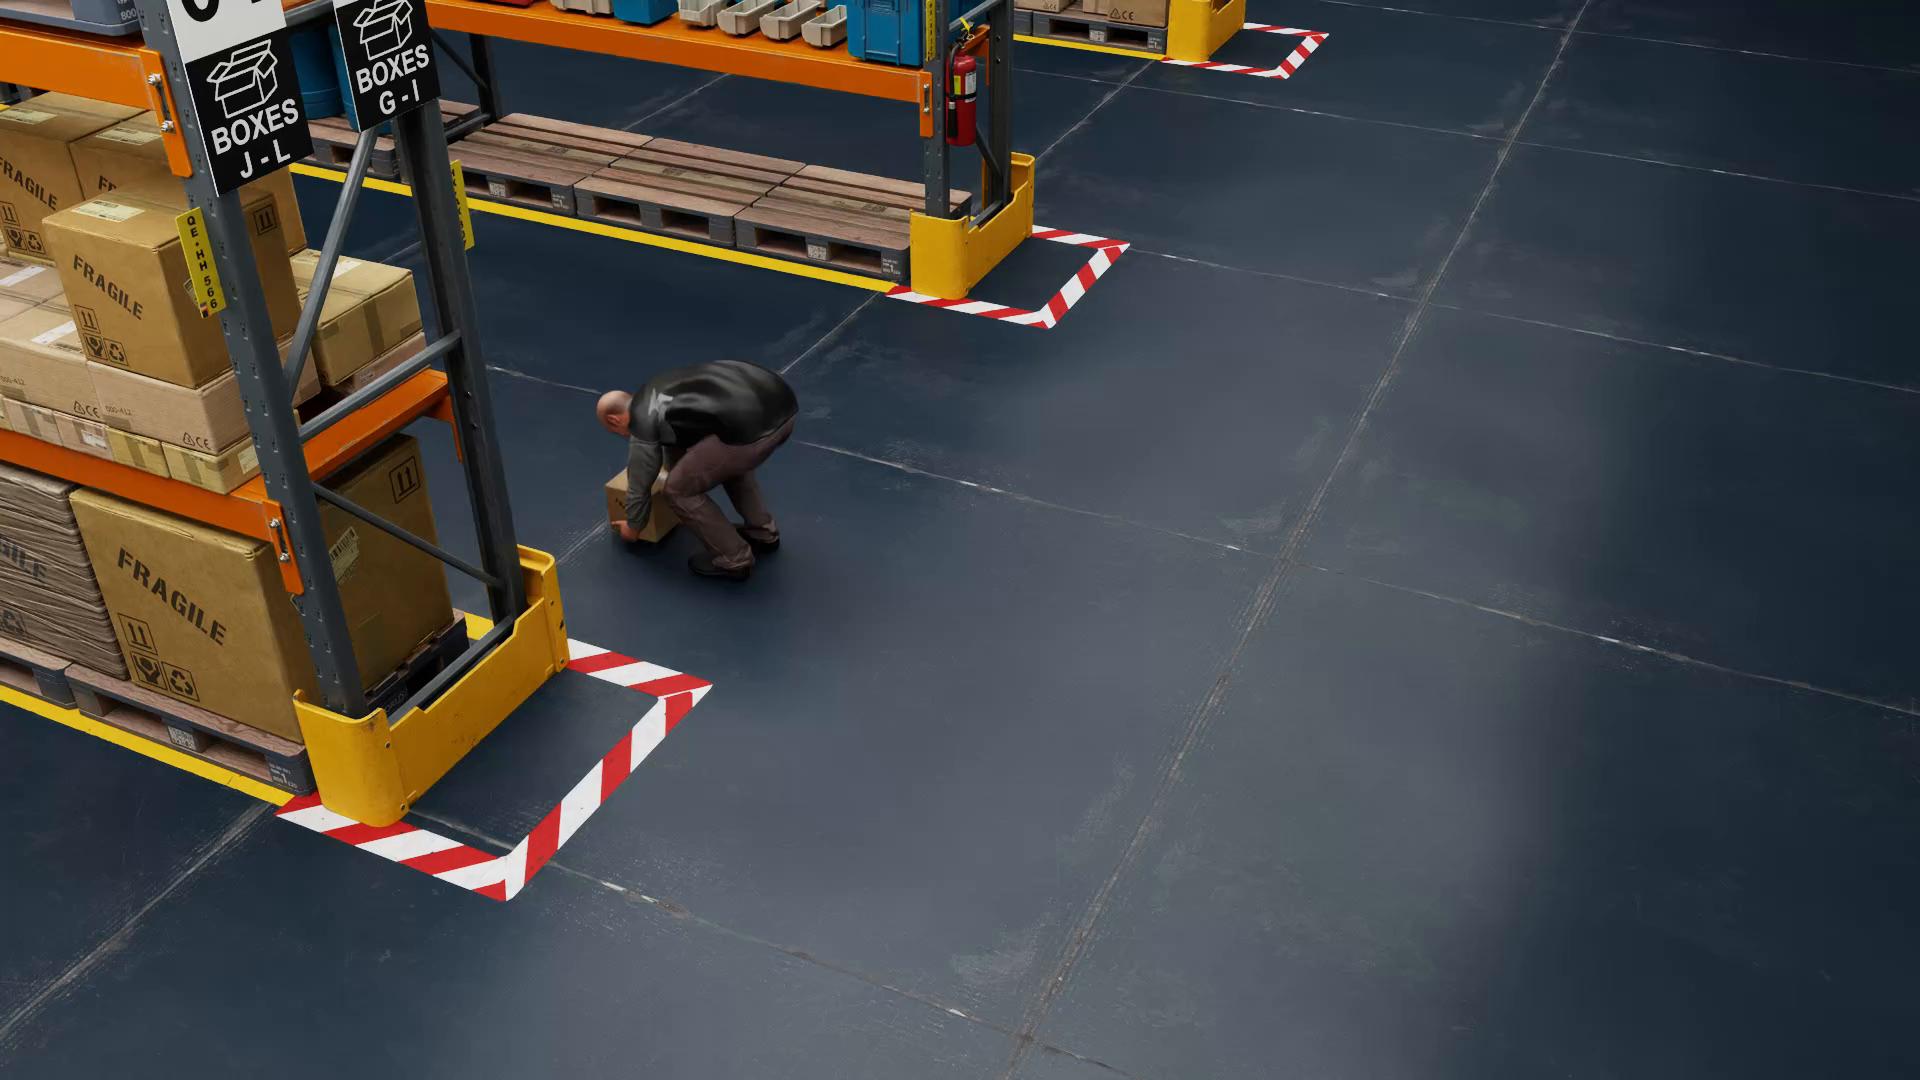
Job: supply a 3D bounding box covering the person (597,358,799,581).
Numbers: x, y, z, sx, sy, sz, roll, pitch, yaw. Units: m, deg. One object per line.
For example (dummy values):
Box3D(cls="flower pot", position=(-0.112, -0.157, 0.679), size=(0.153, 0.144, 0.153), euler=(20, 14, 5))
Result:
Box3D(cls="person", position=(-1.176, -0.352, 7.393), size=(0.944, 0.951, 0.511), euler=(13, 35, 18))
